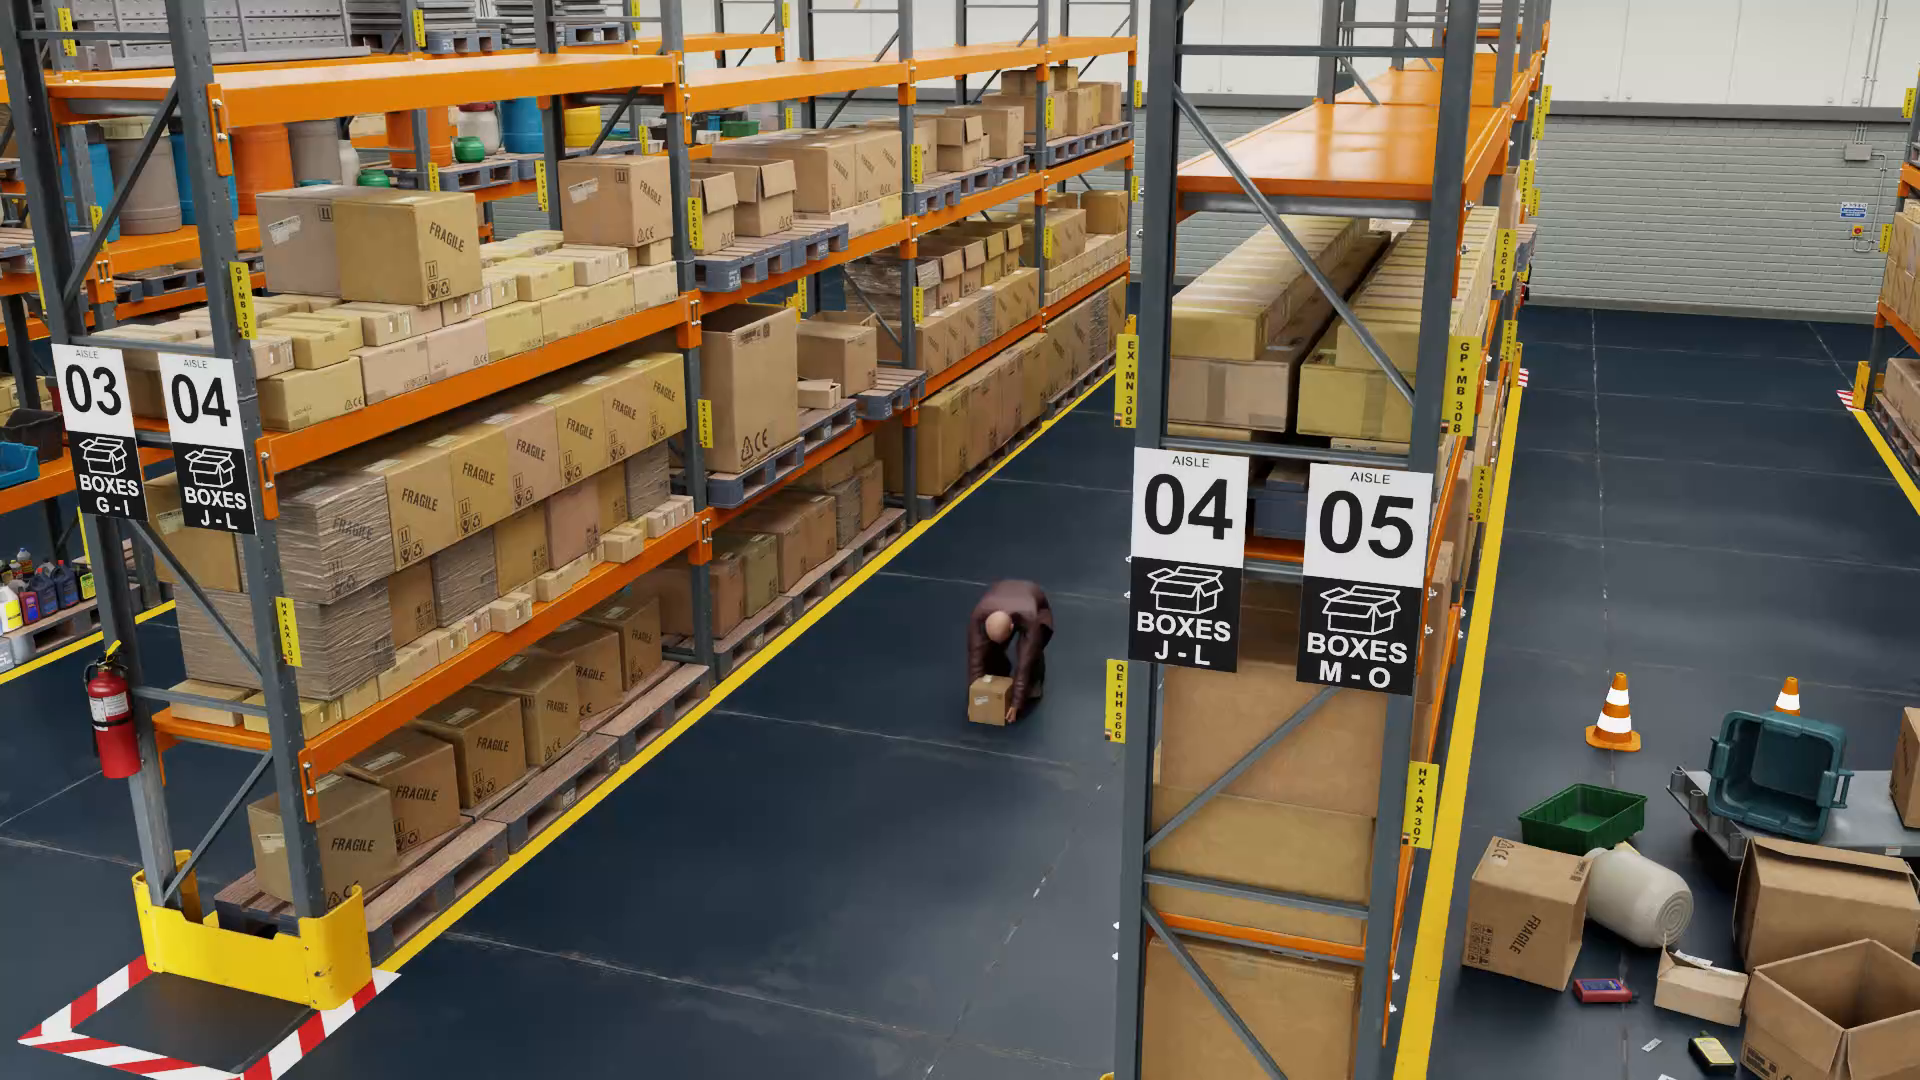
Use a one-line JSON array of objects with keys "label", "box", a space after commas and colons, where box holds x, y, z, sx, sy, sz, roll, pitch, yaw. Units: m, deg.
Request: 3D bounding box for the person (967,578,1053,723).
[{"label": "person", "box": [0.338, 0.724, 11.479, 0.580, 0.824, 0.947, 6, 19, 17]}]
